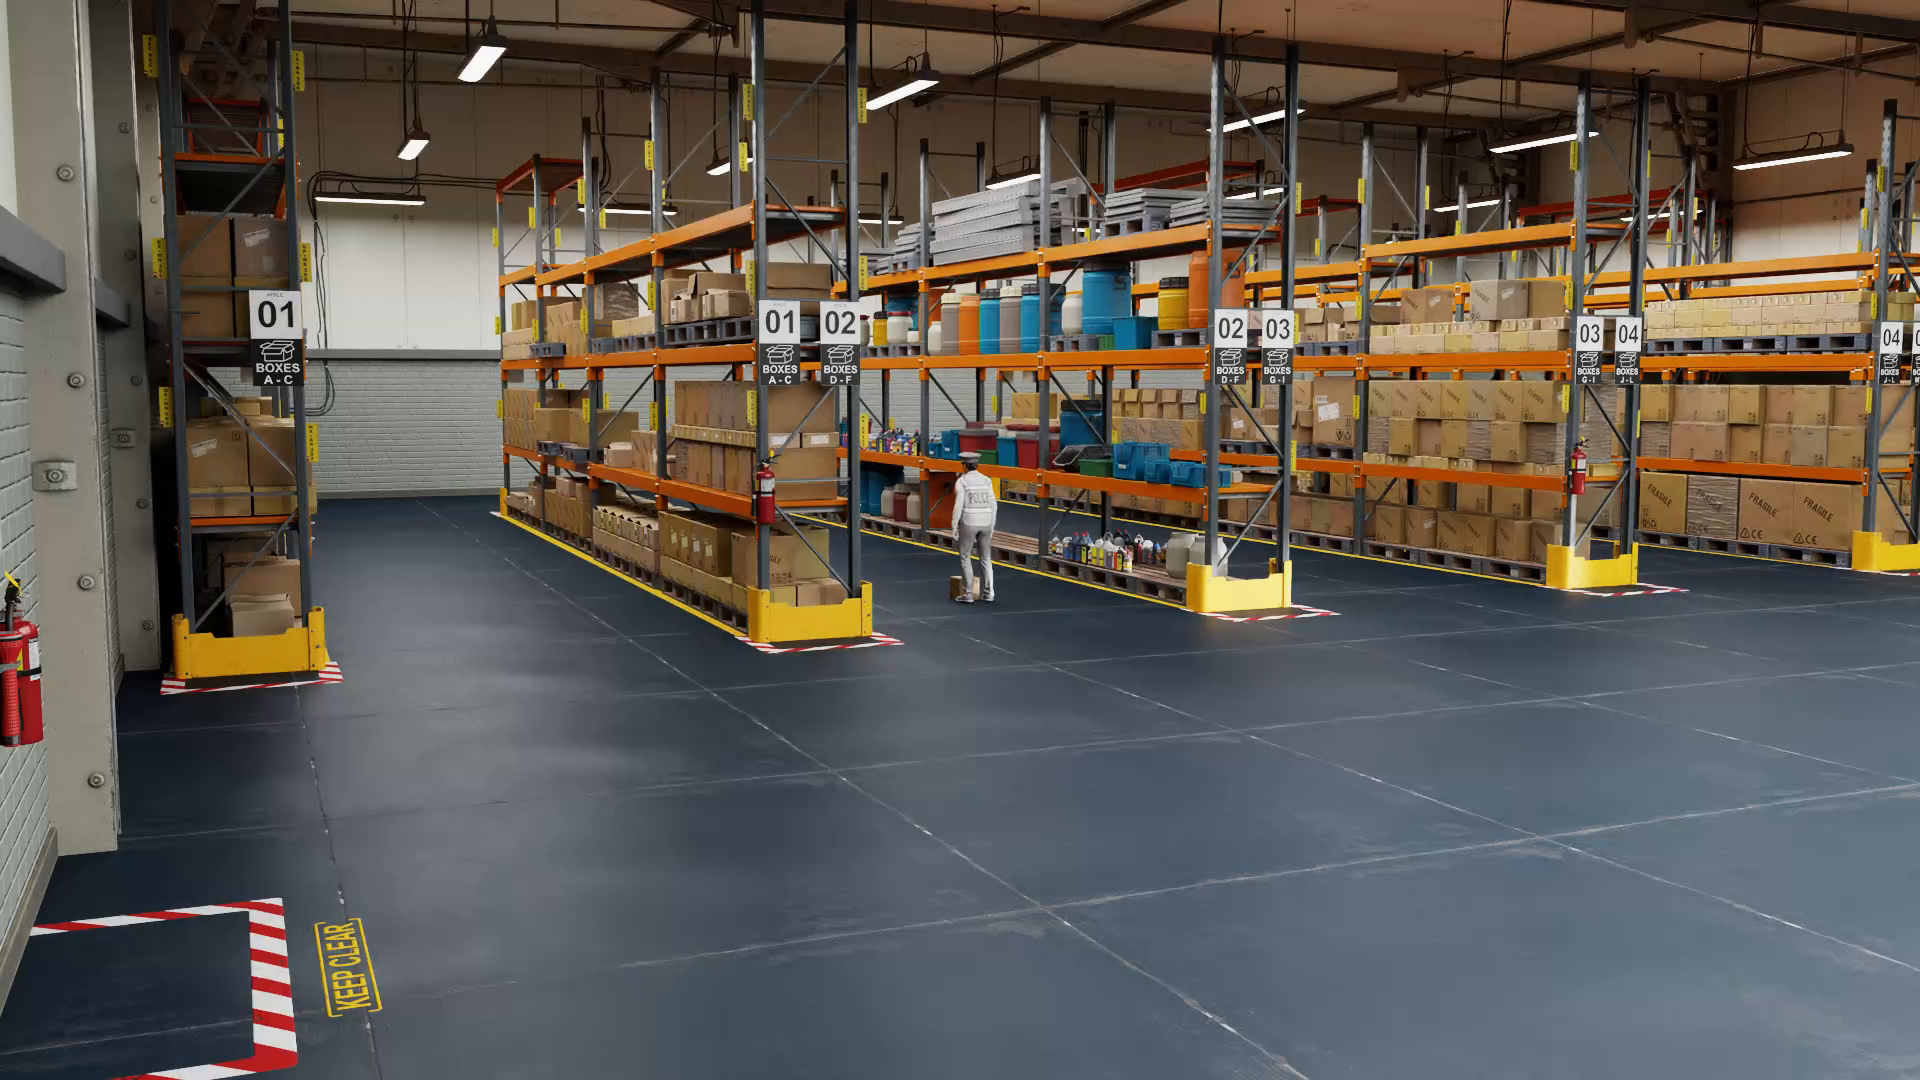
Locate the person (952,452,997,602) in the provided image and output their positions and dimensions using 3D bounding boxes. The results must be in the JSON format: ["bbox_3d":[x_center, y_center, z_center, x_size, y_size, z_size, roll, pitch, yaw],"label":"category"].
[{"bbox_3d":[0.154,-0.140,18.436,0.532,1.663,0.378,-2,6,-24],"label":"person"}]
